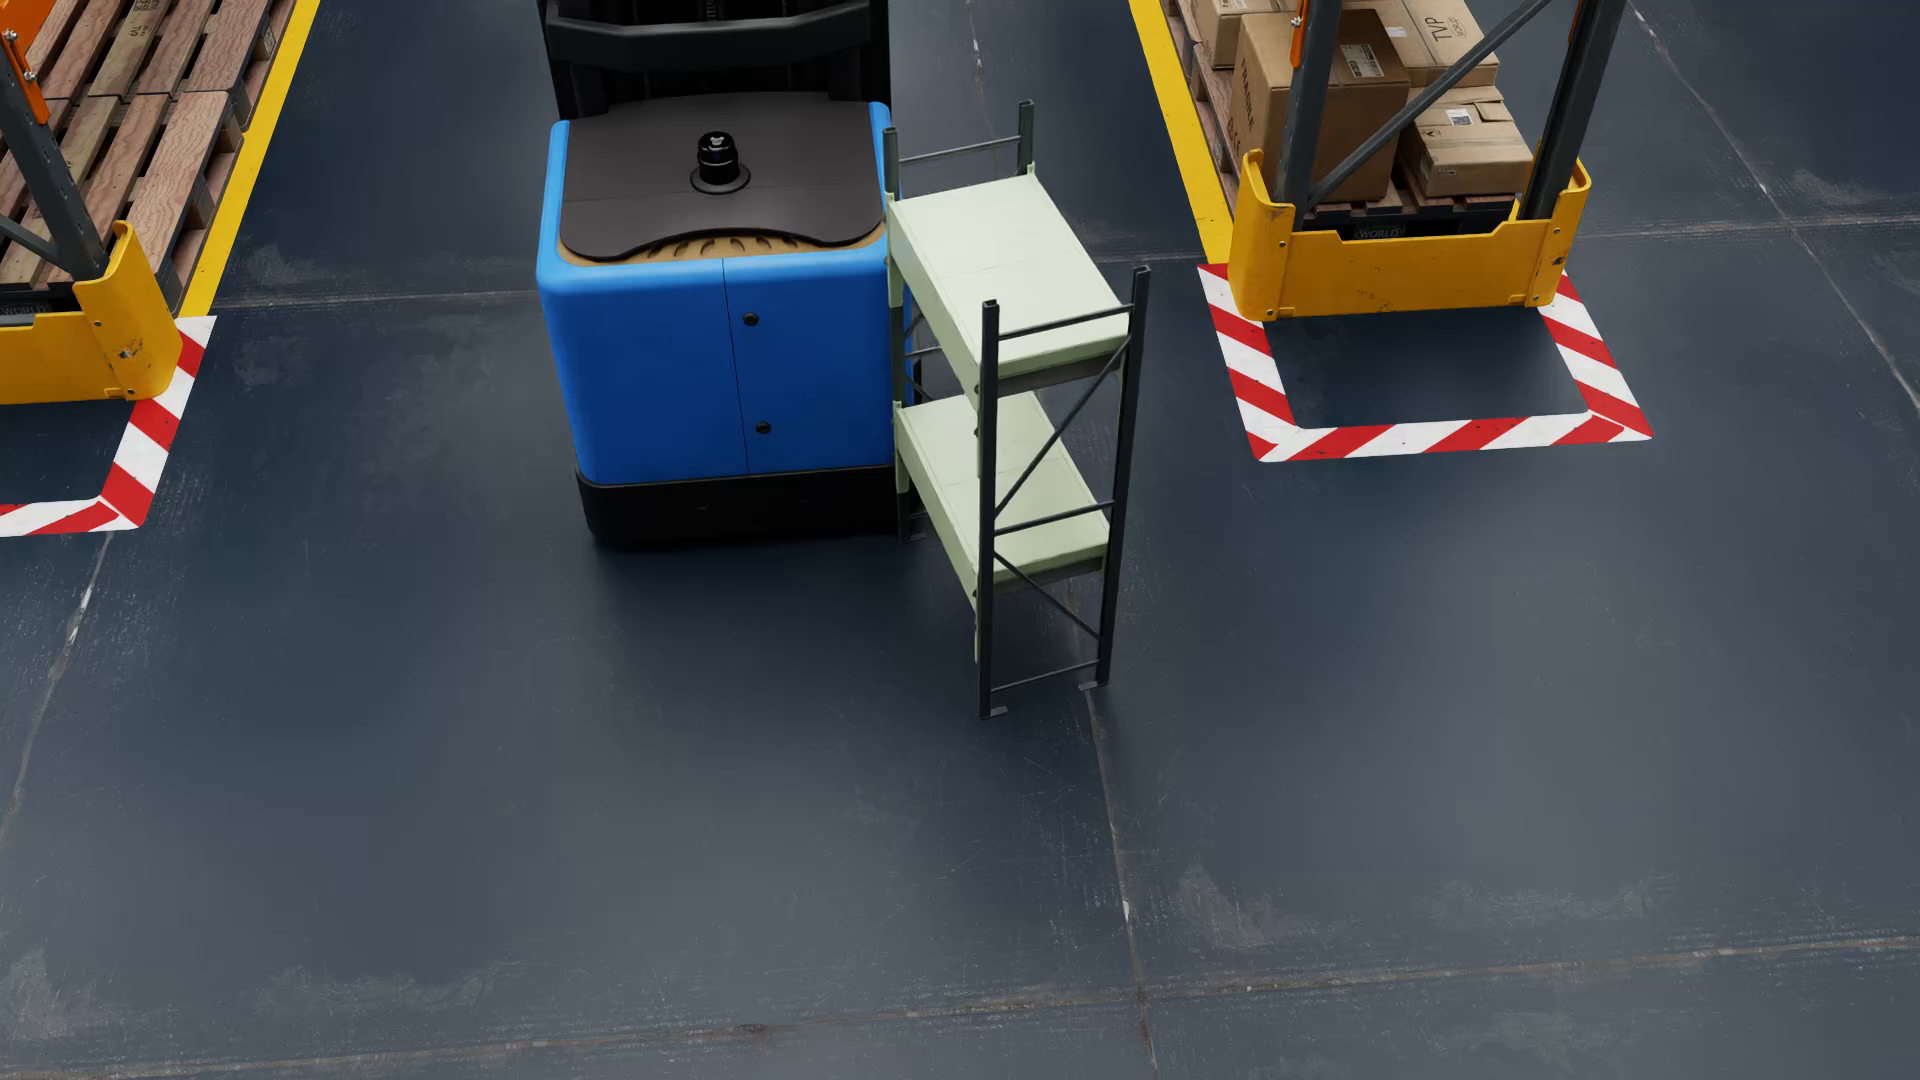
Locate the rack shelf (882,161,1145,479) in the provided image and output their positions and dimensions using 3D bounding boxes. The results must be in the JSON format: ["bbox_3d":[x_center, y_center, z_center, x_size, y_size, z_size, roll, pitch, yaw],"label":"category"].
[{"bbox_3d":[0.119,-0.572,4.222,0.431,0.370,0.720,-14,48,-13],"label":"rack shelf"}]

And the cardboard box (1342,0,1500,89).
[{"bbox_3d":[1.786,-1.898,6.573,0.500,0.250,0.500,-3,47,-3],"label":"cardboard box"}]

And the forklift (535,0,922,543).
[{"bbox_3d":[-0.798,-2.076,5.197,1.130,2.935,3.031,-5,47,-4],"label":"forklift"}]

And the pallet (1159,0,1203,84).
[{"bbox_3d":[1.418,-2.473,7.447,1.003,0.211,1.213,-3,47,-3],"label":"pallet"}]

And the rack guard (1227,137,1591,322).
[{"bbox_3d":[1.585,-1.115,5.962,1.175,0.500,0.348,-3,47,-3],"label":"rack guard"}]

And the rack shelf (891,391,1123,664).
[{"bbox_3d":[0.119,-0.080,4.742,0.431,0.370,0.720,-14,48,-13],"label":"rack shelf"}]

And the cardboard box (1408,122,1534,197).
[{"bbox_3d":[1.898,-1.415,6.185,0.380,0.149,0.250,-3,47,-3],"label":"cardboard box"}]

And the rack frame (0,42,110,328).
[{"bbox_3d":[-3.345,-1.622,4.720,1.000,3.000,0.127,-3,47,-3],"label":"rack frame"}]

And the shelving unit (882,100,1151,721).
[{"bbox_3d":[0.119,-0.304,4.505,0.431,1.500,0.755,-14,48,-13],"label":"shelving unit"}]

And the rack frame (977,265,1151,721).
[{"bbox_3d":[0.241,-0.053,4.267,0.400,1.500,0.023,-14,48,-13],"label":"rack frame"}]

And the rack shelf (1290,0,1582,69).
[{"bbox_3d":[1.424,-3.120,6.634,1.077,0.370,4.000,-3,47,-3],"label":"rack shelf"}]

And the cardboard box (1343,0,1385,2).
[{"bbox_3d":[1.744,-2.260,6.915,0.500,0.250,0.500,-3,47,-3],"label":"cardboard box"}]

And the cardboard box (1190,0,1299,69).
[{"bbox_3d":[1.250,-2.193,6.852,0.500,0.250,0.500,-3,47,-3],"label":"cardboard box"}]

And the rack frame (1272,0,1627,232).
[{"bbox_3d":[1.591,-1.920,5.002,1.000,3.000,0.127,-3,47,-3],"label":"rack frame"}]

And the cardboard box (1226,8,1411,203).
[{"bbox_3d":[1.300,-1.590,6.109,0.500,0.500,0.500,-3,47,-3],"label":"cardboard box"}]

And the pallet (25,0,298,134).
[{"bbox_3d":[-3.475,-2.142,7.134,1.003,0.211,1.213,-3,47,-3],"label":"pallet"}]

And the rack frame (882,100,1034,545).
[{"bbox_3d":[-0.003,-0.555,4.742,0.400,1.500,0.023,-14,48,-13],"label":"rack frame"}]

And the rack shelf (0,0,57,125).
[{"bbox_3d":[-3.513,-2.821,6.352,1.077,0.370,4.000,-3,47,-3],"label":"rack shelf"}]

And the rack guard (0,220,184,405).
[{"bbox_3d":[-3.330,-0.746,5.612,1.175,0.500,0.348,-3,47,-3],"label":"rack guard"}]

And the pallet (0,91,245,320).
[{"bbox_3d":[-3.376,-1.262,6.300,1.003,0.211,1.213,-3,47,-3],"label":"pallet"}]

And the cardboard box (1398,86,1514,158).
[{"bbox_3d":[1.877,-1.602,6.349,0.380,0.166,0.250,-3,47,-3],"label":"cardboard box"}]

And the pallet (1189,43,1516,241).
[{"bbox_3d":[1.517,-1.593,6.613,1.003,0.211,1.213,-3,47,-3],"label":"pallet"}]
